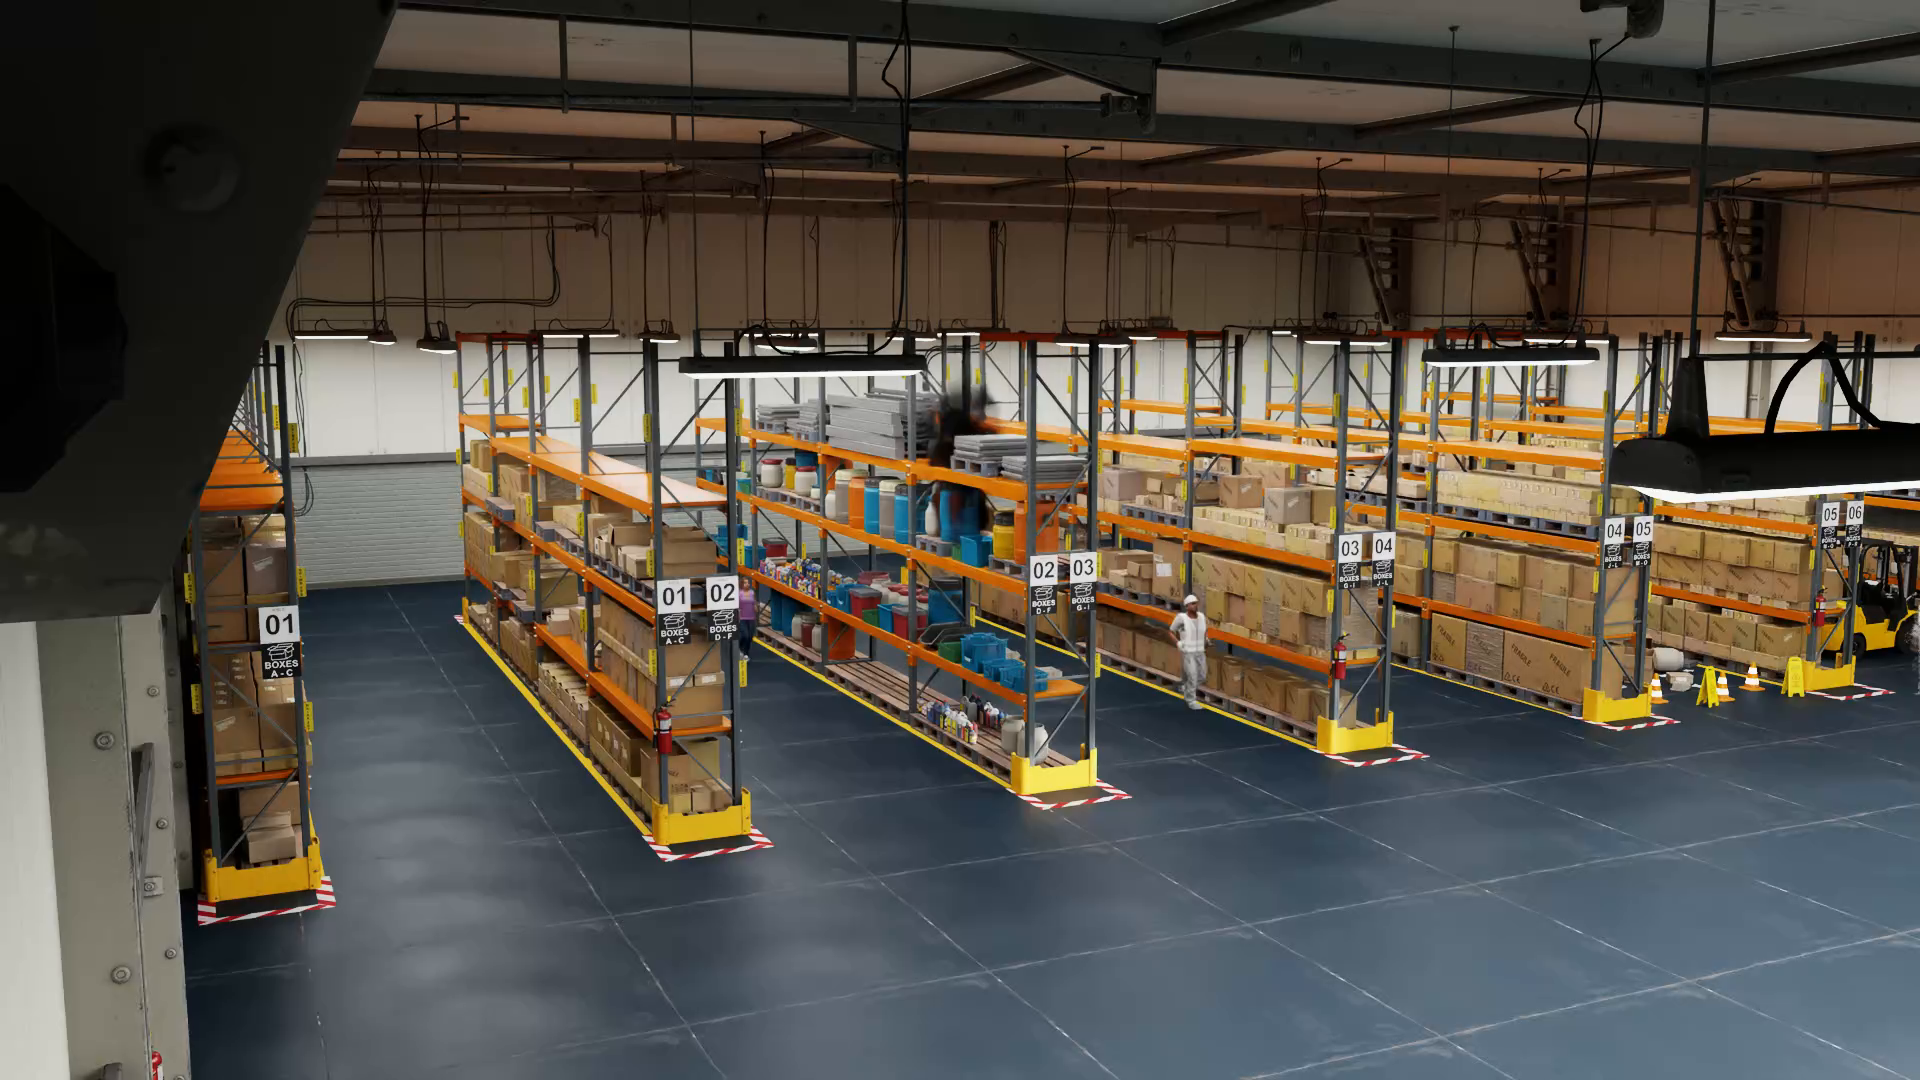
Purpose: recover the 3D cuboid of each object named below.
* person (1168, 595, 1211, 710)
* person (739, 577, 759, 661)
[{"bbox_3d":[3.570,1.723,25.673,0.688,1.750,0.656,-4,8,-25],"label":"person"},{"bbox_3d":[-3.901,1.461,30.375,0.527,1.560,0.551,-4,9,-29],"label":"person"}]
